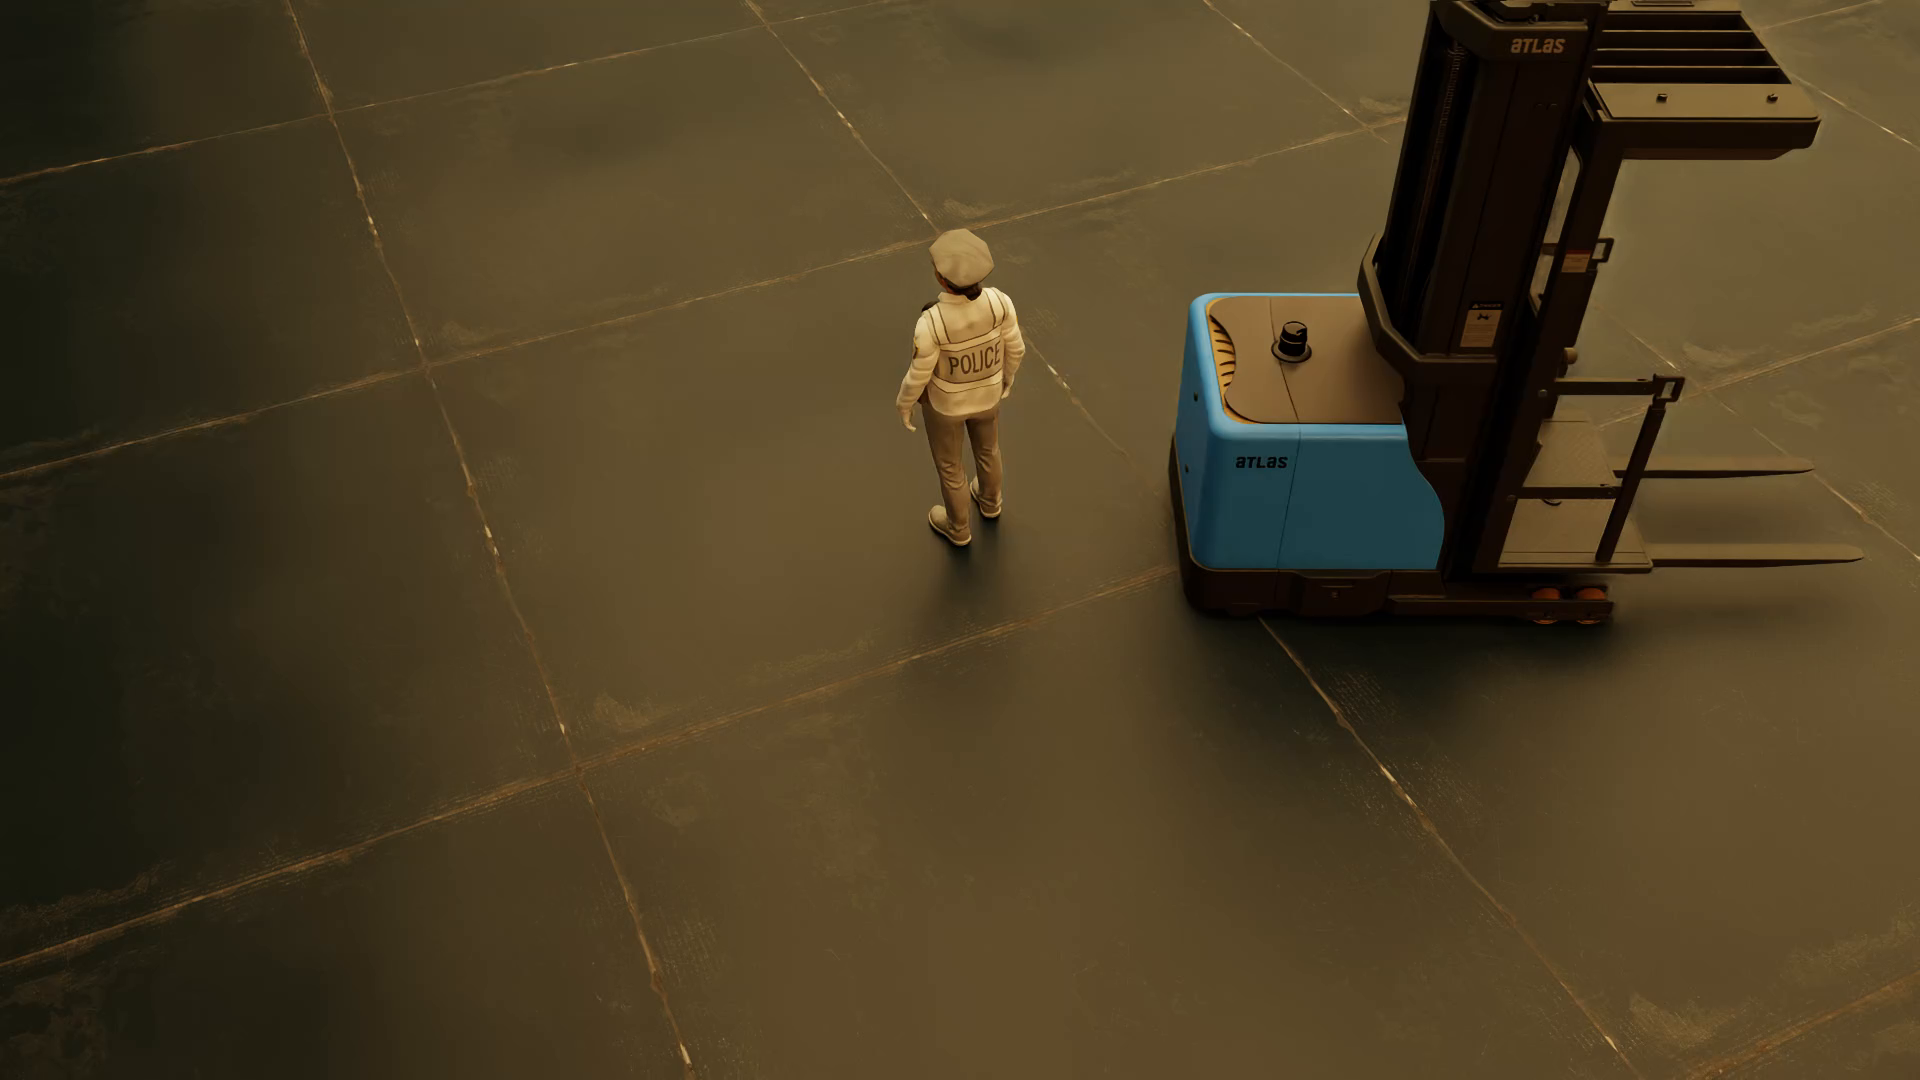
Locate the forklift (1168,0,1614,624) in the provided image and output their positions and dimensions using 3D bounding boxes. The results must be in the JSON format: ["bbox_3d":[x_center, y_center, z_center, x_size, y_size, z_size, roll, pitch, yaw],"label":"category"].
[{"bbox_3d":[1.979,-1.041,6.843,1.939,2.867,1.129,0,43,0],"label":"forklift"}]

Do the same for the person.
[{"bbox_3d":[-0.020,-0.665,7.320,0.568,1.651,0.501,-18,46,-18],"label":"person"}]
